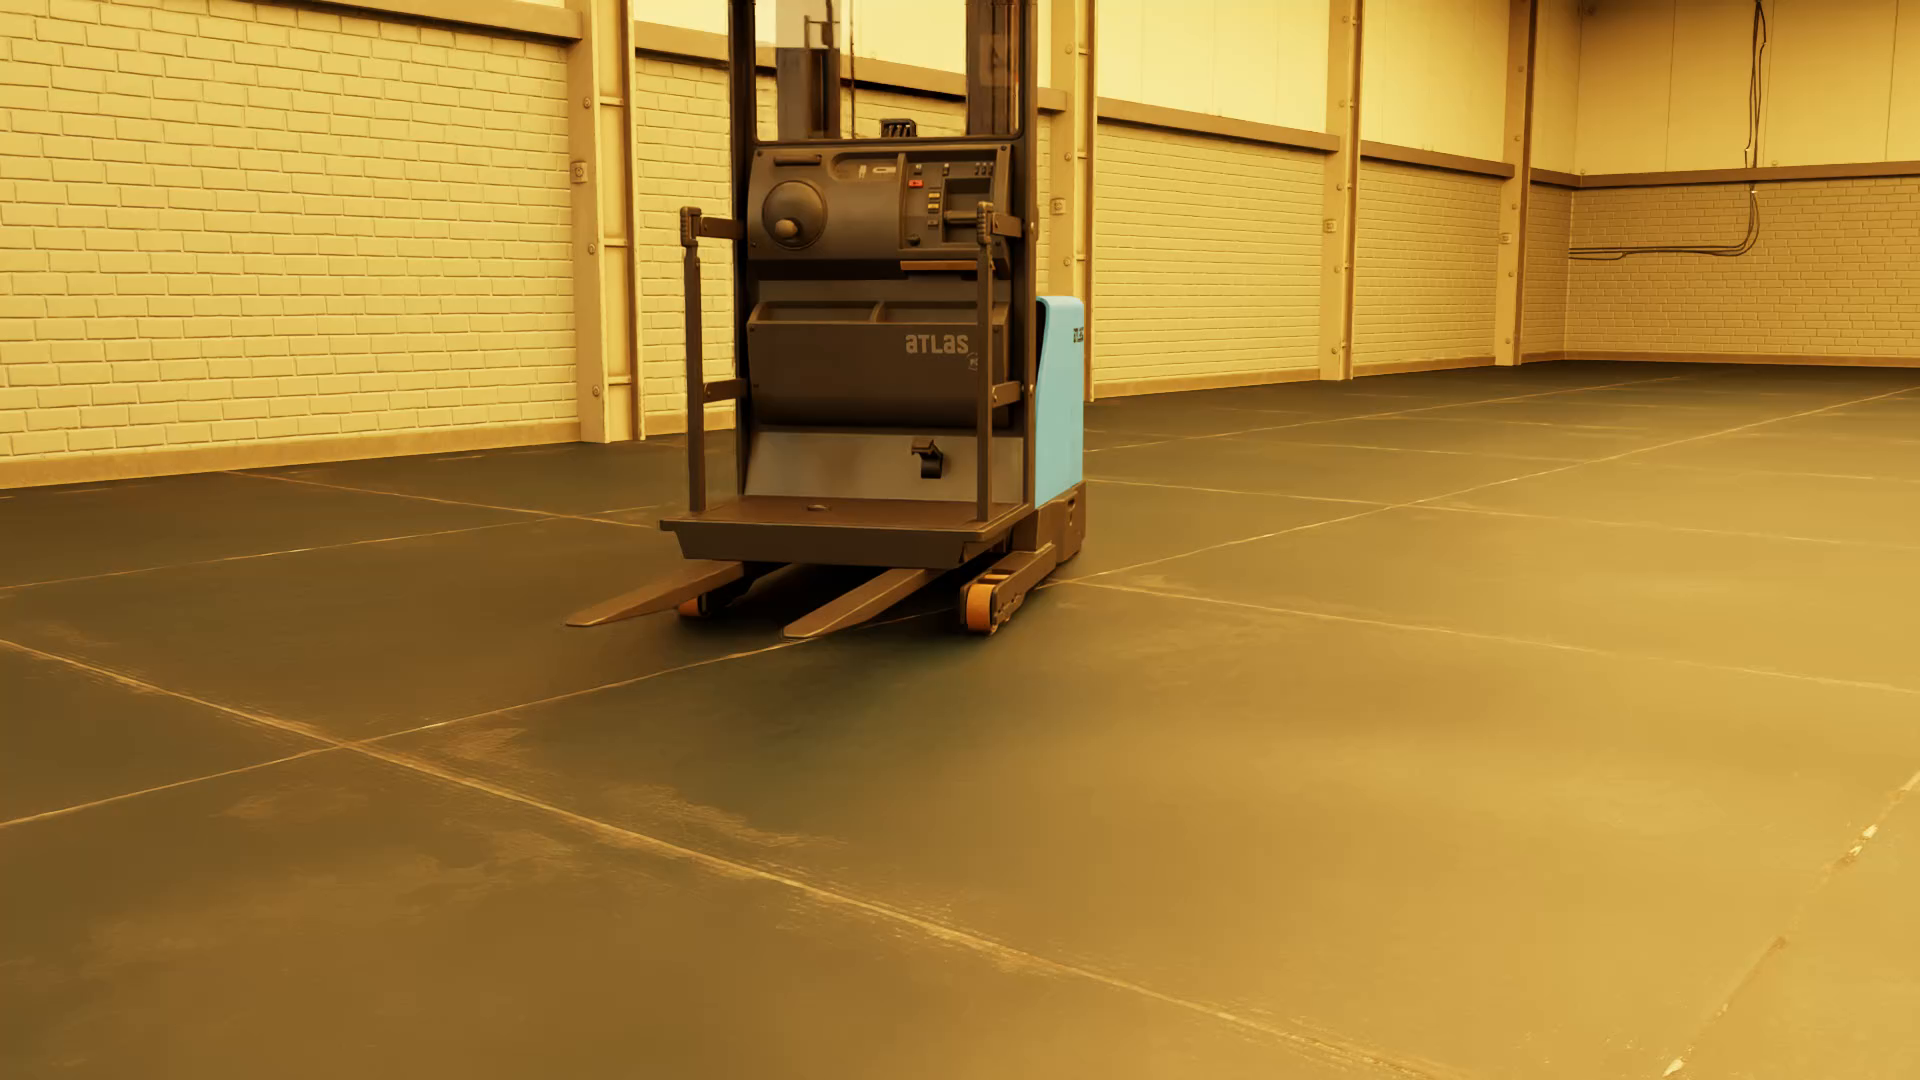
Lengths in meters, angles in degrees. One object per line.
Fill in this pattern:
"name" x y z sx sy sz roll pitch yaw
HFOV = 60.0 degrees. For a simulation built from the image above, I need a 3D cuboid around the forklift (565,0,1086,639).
"forklift" -0.336 -1.209 5.548 1.130 2.935 3.031 2 9 14
